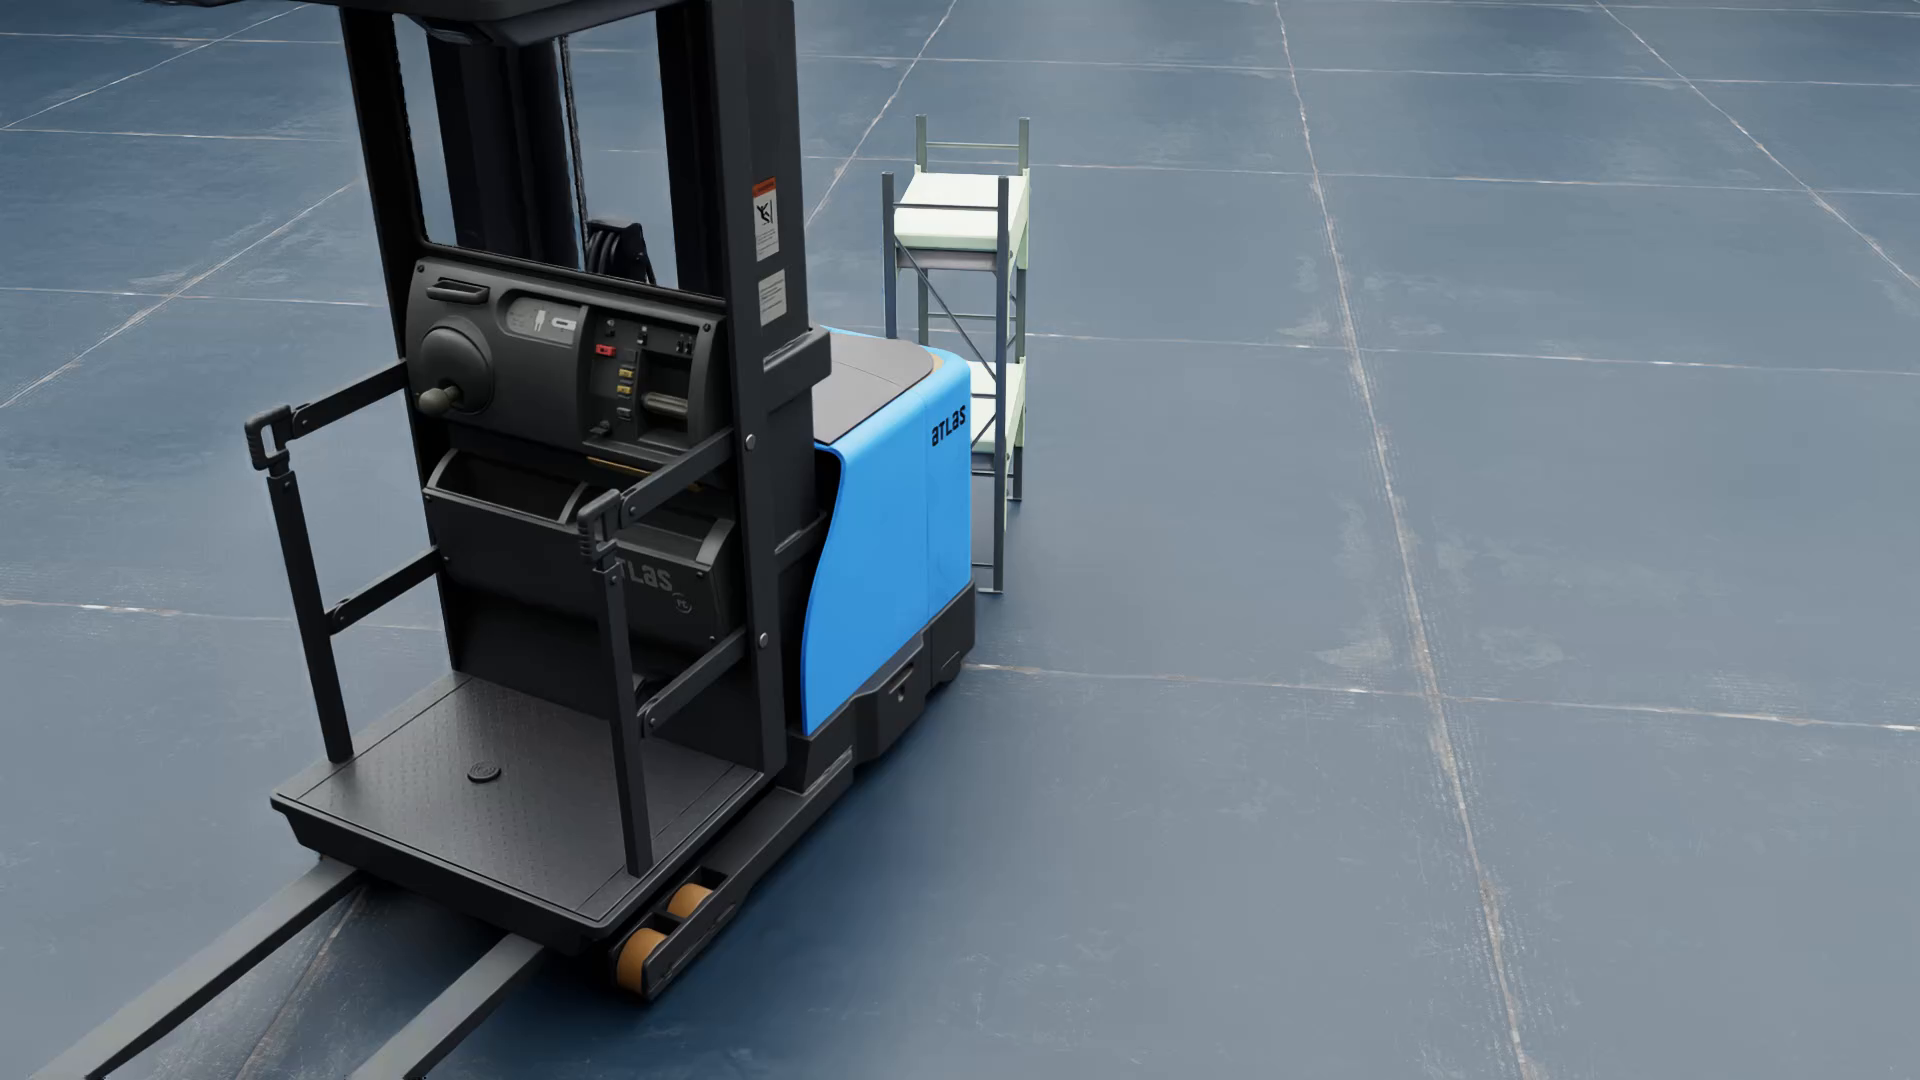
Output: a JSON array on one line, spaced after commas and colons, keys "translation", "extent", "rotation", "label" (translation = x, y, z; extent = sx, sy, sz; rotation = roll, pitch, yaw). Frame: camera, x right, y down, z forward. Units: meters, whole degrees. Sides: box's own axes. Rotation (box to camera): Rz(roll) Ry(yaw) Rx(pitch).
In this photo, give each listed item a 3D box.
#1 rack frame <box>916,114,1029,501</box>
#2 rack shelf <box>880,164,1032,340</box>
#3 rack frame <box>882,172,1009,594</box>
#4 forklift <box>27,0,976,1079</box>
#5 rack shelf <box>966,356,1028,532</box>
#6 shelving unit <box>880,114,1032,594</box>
[{"translation": [0.044, -0.829, 6.208], "extent": [0.400, 1.500, 0.023], "rotation": [3, 28, 6], "label": "rack frame"}, {"translation": [-0.001, -1.001, 5.703], "extent": [0.431, 0.370, 0.720], "rotation": [3, 28, 6], "label": "rack shelf"}, {"translation": [-0.046, -0.485, 5.569], "extent": [0.400, 1.500, 0.023], "rotation": [3, 28, 6], "label": "rack frame"}, {"translation": [-1.084, -0.397, 3.897], "extent": [1.130, 2.935, 3.031], "rotation": [14, 31, 24], "label": "forklift"}, {"translation": [-0.001, -0.370, 6.043], "extent": [0.431, 0.370, 0.720], "rotation": [3, 28, 6], "label": "rack shelf"}, {"translation": [-0.001, -0.657, 5.888], "extent": [0.431, 1.500, 0.755], "rotation": [3, 28, 6], "label": "shelving unit"}]
